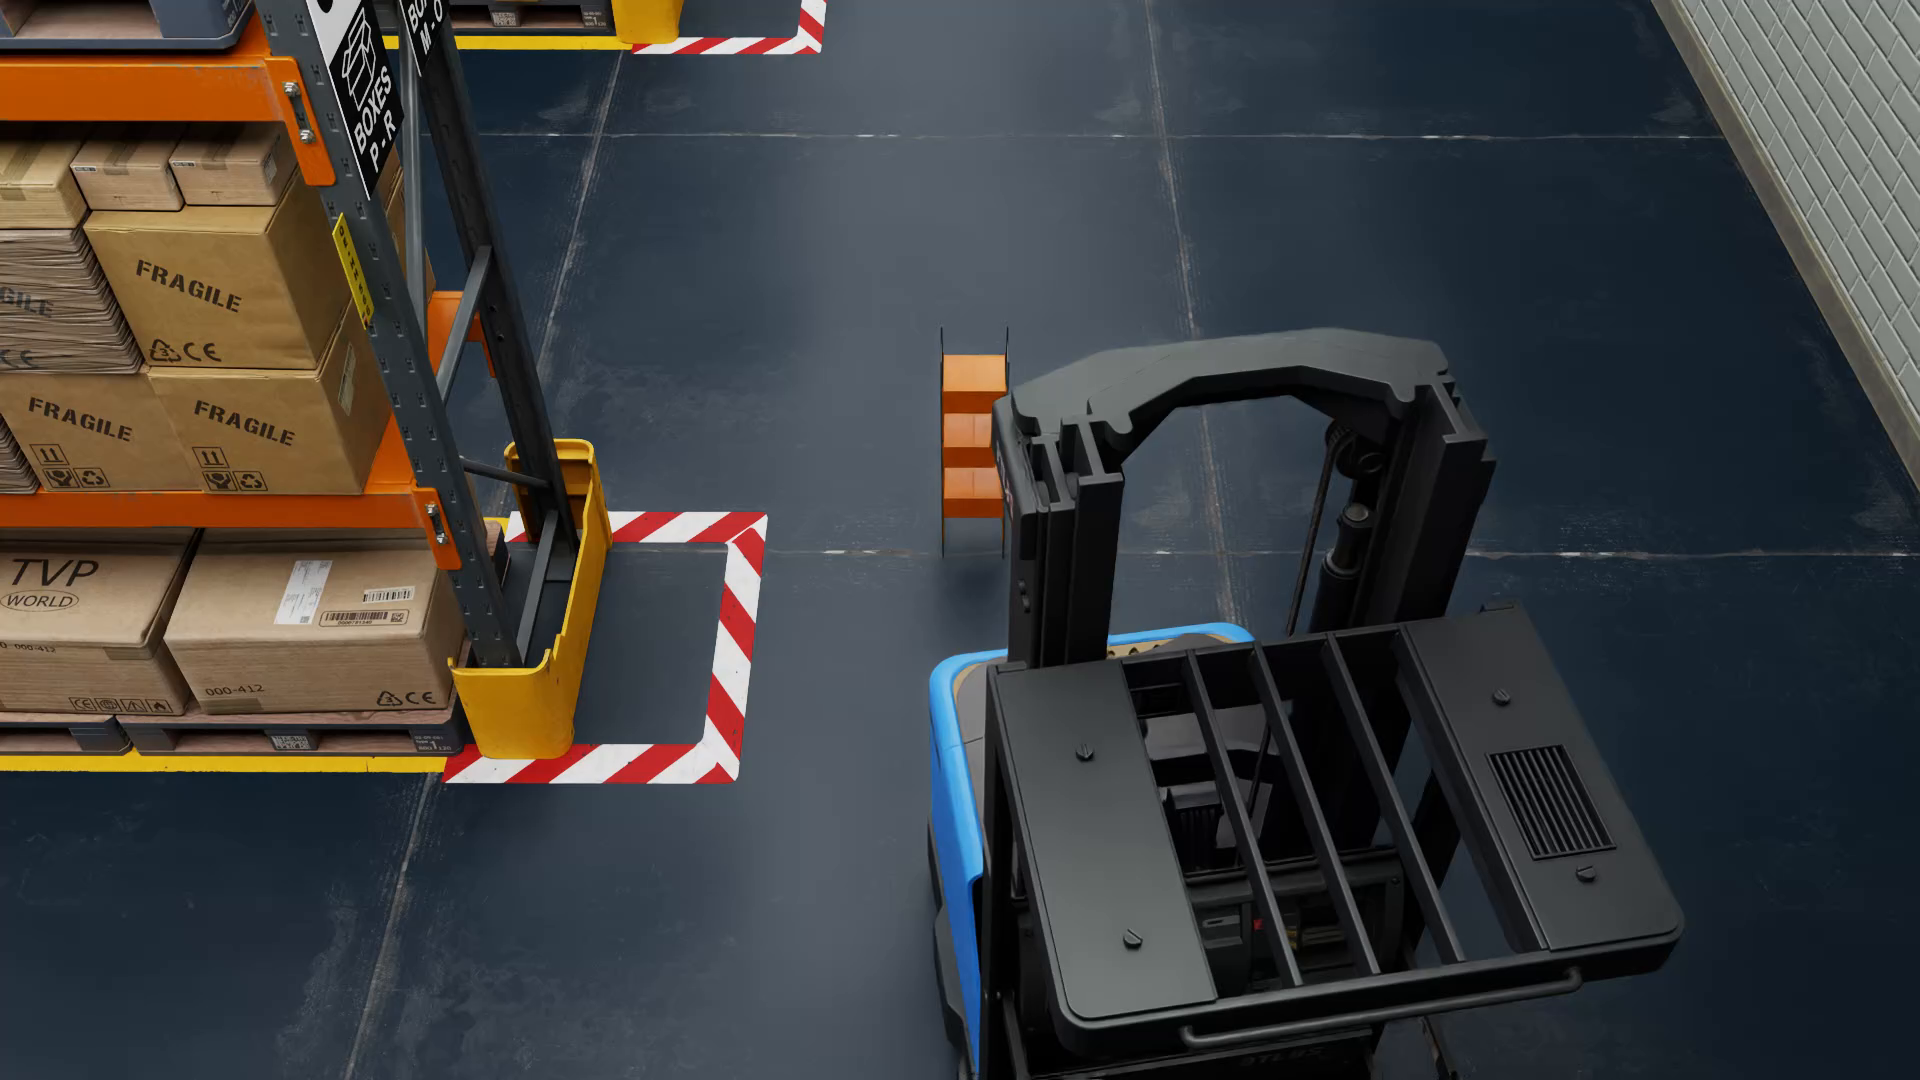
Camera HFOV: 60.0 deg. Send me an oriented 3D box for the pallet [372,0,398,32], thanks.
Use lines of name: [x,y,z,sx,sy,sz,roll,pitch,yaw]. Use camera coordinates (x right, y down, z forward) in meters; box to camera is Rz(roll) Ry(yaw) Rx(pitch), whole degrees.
pallet: [-3.812,-3.355,9.810,1.213,0.211,1.003,0,47,0]

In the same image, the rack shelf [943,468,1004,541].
rack shelf: [0.054,-0.161,6.658,0.240,0.259,0.215,0,47,0]

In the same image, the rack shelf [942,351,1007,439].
rack shelf: [0.054,-0.544,6.246,0.240,0.259,0.215,0,47,0]

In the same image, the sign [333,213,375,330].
sign: [-1.640,-0.726,4.505,0.005,0.325,0.100,0,47,0]

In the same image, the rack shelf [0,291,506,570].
rack shelf: [-3.625,-0.408,5.653,4.000,0.370,1.077,0,47,0]

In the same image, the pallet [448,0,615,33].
pallet: [-2.595,-3.350,9.805,1.213,0.211,1.003,0,47,0]

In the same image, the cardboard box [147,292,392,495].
cardboard box: [-2.108,-0.490,5.169,0.500,0.500,0.500,0,47,0]

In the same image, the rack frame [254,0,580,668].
rack frame: [-1.625,-0.648,5.385,0.127,3.000,1.000,0,47,0]

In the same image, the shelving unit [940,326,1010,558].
shelving unit: [0.054,-0.358,6.446,0.252,1.050,0.215,0,47,0]

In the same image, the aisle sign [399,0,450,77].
aisle sign: [-1.551,-1.746,4.631,0.004,0.787,0.394,0,47,0]

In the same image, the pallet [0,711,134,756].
pallet: [-3.641,0.352,6.359,1.213,0.211,1.003,0,47,0]

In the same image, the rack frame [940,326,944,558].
rack frame: [-0.068,-0.358,6.447,0.008,1.050,0.200,0,47,0]

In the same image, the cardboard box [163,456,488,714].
cardboard box: [-2.285,0.153,6.103,0.875,0.438,0.875,-1,47,-1]

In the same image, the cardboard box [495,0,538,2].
cardboard box: [-2.492,-3.219,9.438,0.250,0.149,0.380,1,47,1]

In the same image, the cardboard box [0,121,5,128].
cardboard box: [-2.748,-1.051,4.566,0.250,0.149,0.380,1,47,1]

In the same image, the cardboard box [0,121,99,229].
cardboard box: [-2.497,-1.020,4.537,0.250,0.149,0.380,0,47,0]

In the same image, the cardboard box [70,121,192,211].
cardboard box: [-2.238,-1.081,4.594,0.250,0.149,0.380,1,47,1]

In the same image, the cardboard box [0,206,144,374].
cardboard box: [-2.630,-0.830,4.803,0.500,0.500,0.500,0,47,0]

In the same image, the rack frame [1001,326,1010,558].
rack frame: [0.176,-0.357,6.446,0.008,1.050,0.200,0,47,0]

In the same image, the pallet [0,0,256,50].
pallet: [-2.366,-1.634,4.314,1.213,0.211,1.003,0,47,0]

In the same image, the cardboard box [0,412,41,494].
cardboard box: [-3.124,-0.496,5.175,0.500,0.500,0.500,1,47,1]

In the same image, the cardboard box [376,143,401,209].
cardboard box: [-2.103,-1.233,5.178,0.500,0.500,0.500,-1,47,-1]

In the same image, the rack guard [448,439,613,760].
rack guard: [-1.601,0.204,6.300,0.348,0.500,1.175,0,47,0]

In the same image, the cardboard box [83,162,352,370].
cardboard box: [-2.107,-0.850,4.821,0.500,0.500,0.500,2,47,1]

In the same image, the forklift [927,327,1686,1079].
forklift: [0.634,1.099,3.805,1.130,2.935,3.031,-7,47,-6]

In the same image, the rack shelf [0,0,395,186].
rack shelf: [-3.625,-1.430,4.555,4.000,0.370,1.077,0,47,0]

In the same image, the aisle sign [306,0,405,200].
aisle sign: [-1.554,-1.307,4.222,0.004,0.787,0.394,0,47,0]

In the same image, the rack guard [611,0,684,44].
rack guard: [-1.783,-3.420,9.673,0.348,0.500,1.175,0,47,0]

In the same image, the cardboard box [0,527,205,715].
cardboard box: [-3.200,0.157,6.099,0.875,0.438,0.875,1,47,1]

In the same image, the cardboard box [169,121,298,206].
cardboard box: [-1.984,-1.098,4.609,0.250,0.149,0.380,1,47,1]

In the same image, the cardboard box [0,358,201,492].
cardboard box: [-2.610,-0.502,5.181,0.500,0.500,0.500,-1,47,-1]

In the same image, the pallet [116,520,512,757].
pallet: [-2.424,0.357,6.354,1.213,0.211,1.003,0,47,0]

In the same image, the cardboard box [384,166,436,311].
cardboard box: [-2.103,-0.894,5.545,0.500,0.500,0.500,0,47,0]

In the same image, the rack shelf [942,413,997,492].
rack shelf: [0.054,-0.350,6.454,0.240,0.259,0.215,0,47,0]
